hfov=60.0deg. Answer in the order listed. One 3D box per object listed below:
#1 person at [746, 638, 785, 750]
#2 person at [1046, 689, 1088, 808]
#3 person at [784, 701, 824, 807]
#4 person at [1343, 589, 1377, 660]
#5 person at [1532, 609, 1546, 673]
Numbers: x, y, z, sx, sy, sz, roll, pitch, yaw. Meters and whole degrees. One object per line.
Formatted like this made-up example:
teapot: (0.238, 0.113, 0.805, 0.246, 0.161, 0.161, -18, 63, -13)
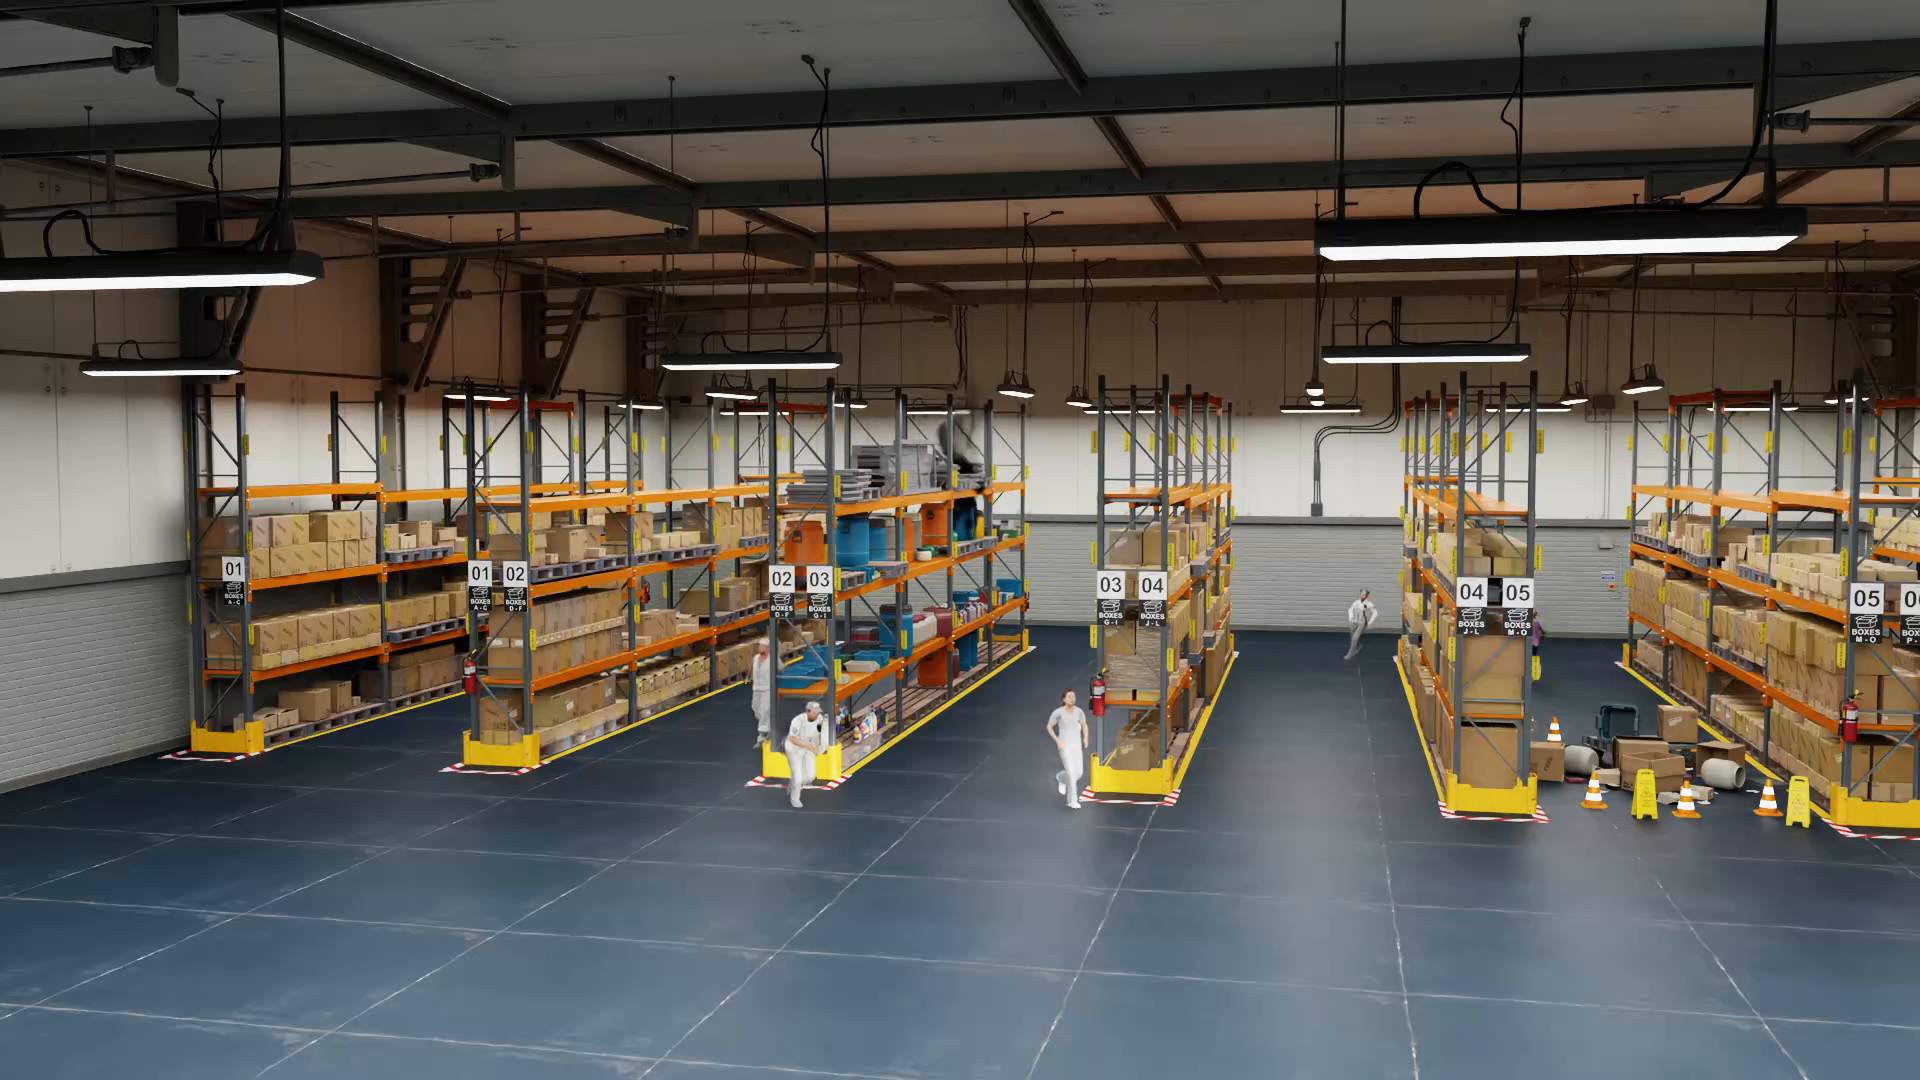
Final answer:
person: (-3.264, 2.524, 27.572, 0.679, 1.791, 0.866, 2, 4, 29)
person: (1.485, 2.861, 23.066, 0.595, 1.631, 0.748, -1, 4, -23)
person: (-2.125, 2.948, 22.999, 0.616, 1.513, 0.816, -3, 4, -38)
person: (9.352, 1.956, 38.796, 0.676, 1.645, 0.836, 3, 4, 40)
person: (12.124, 2.222, 35.259, 0.543, 1.559, 0.544, 0, 3, -3)
